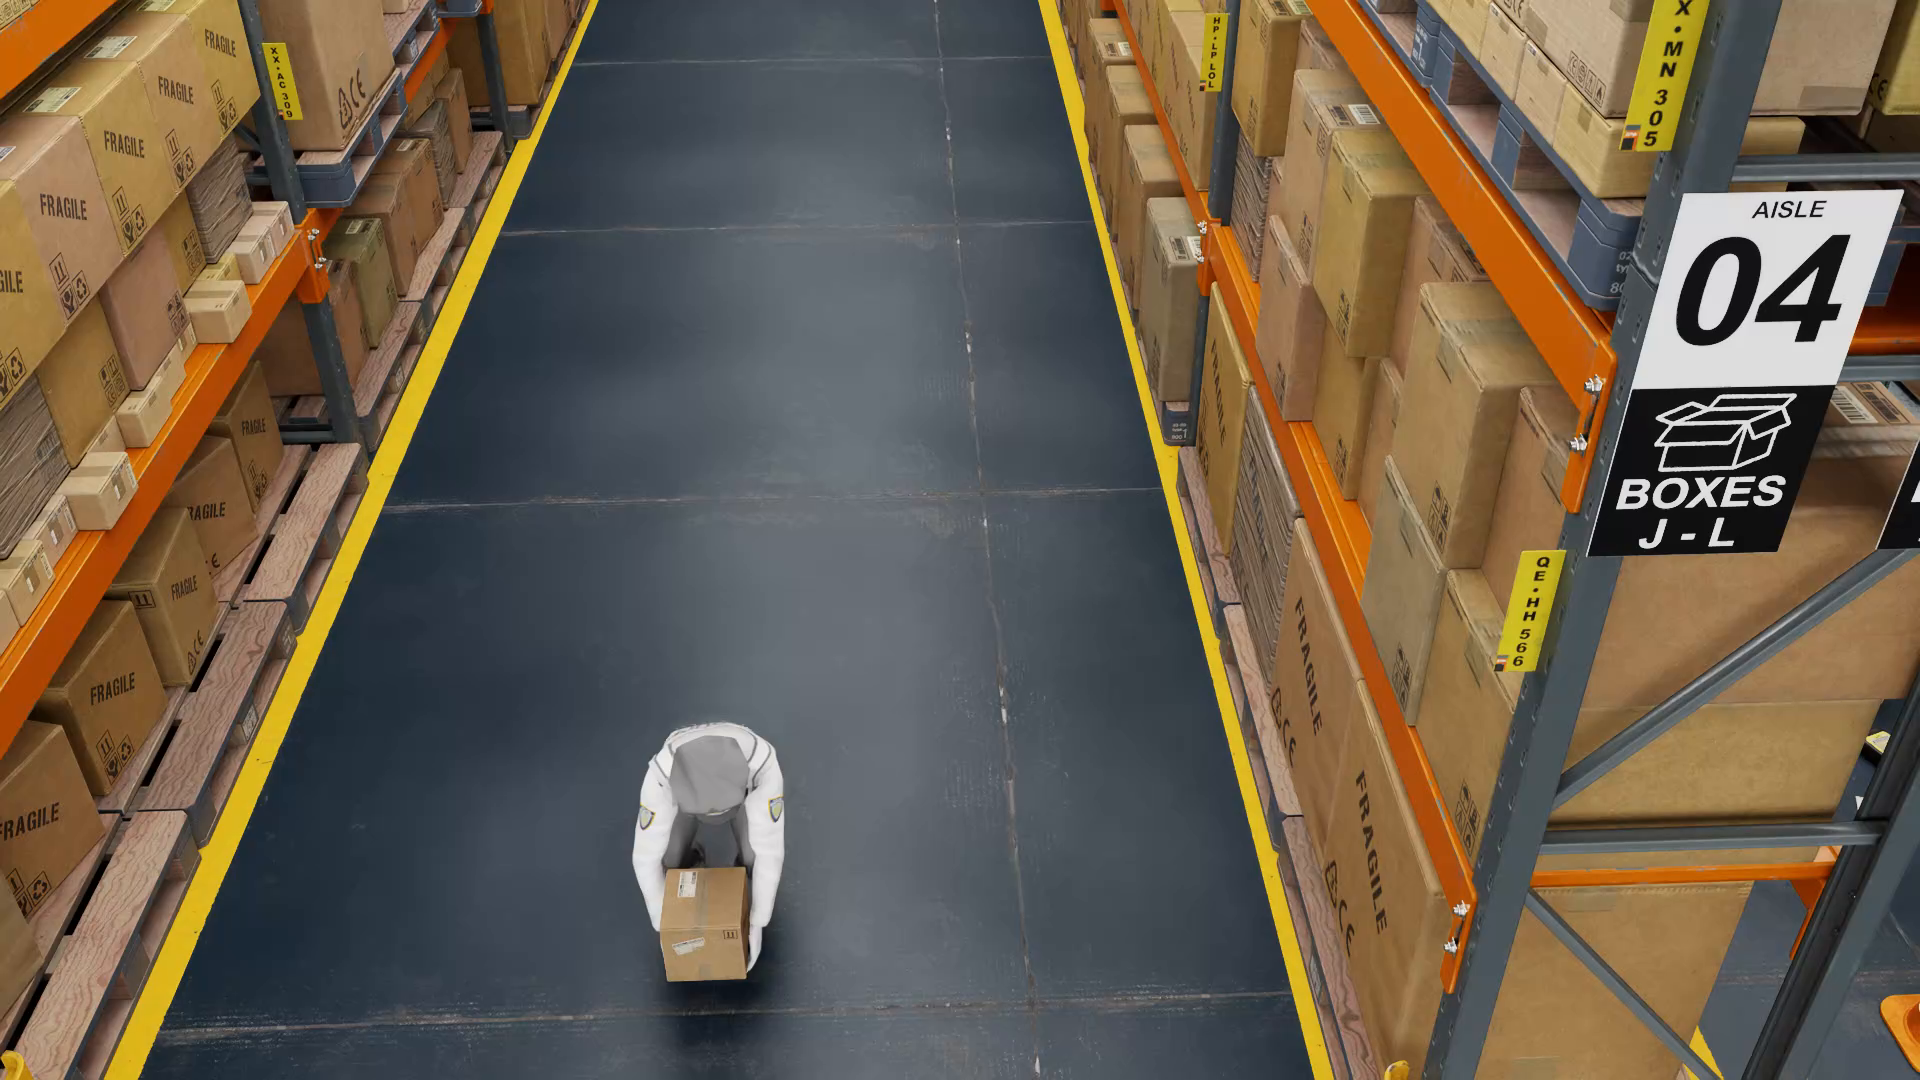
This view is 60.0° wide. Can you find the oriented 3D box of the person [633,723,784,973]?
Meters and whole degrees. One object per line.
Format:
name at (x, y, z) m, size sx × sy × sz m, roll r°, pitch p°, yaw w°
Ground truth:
person at (-0.820, 0.903, 5.496) m, size 0.491 × 0.959 × 0.838 m, roll -1°, pitch 35°, yaw -2°
